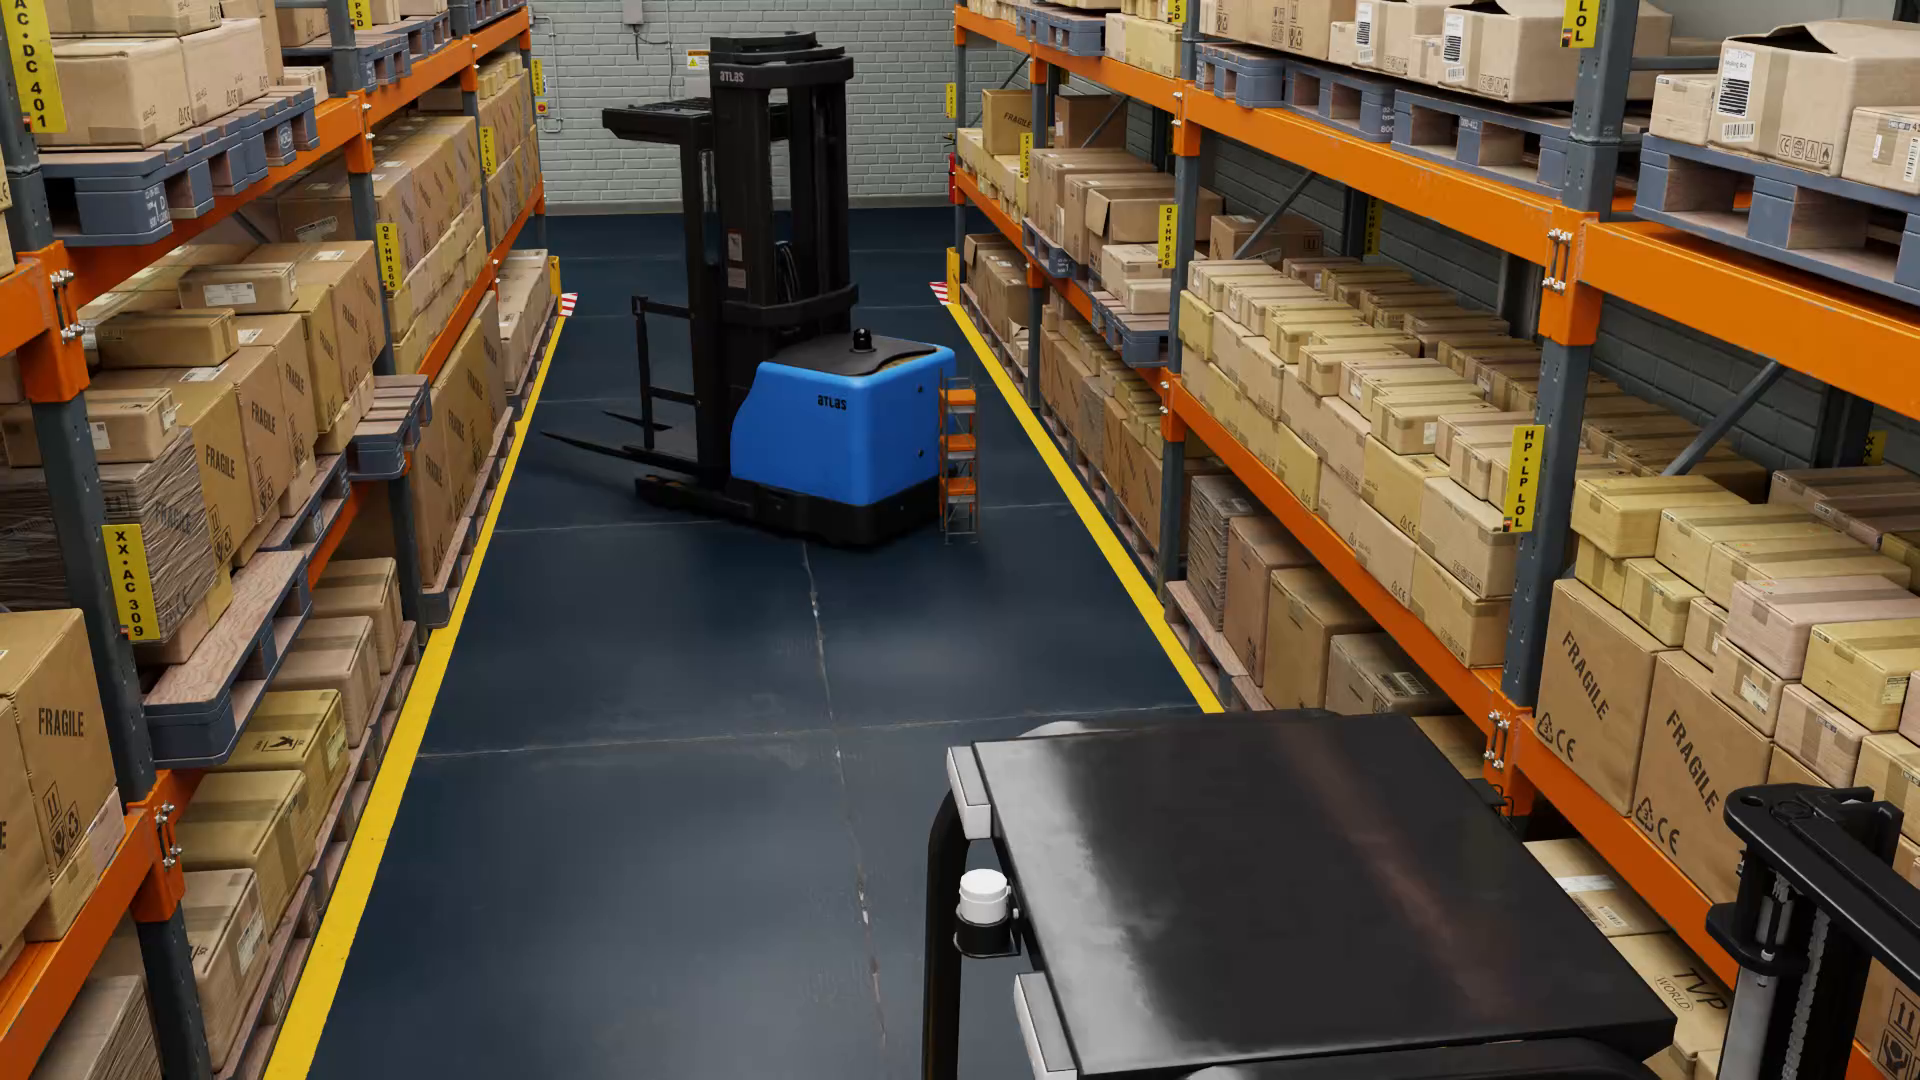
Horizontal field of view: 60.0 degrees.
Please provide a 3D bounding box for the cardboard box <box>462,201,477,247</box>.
[{"bbox_3d":[-3.496,-2.072,10.975,0.500,0.250,0.500,-2,21,-6],"label":"cardboard box"}]

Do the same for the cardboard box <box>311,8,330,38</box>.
[{"bbox_3d":[-3.634,-2.818,8.443,0.700,0.500,0.500,-4,21,-10],"label":"cardboard box"}]

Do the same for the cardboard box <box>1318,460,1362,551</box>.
[{"bbox_3d":[1.734,-0.141,6.520,0.500,0.250,0.500,-3,21,-7],"label":"cardboard box"}]

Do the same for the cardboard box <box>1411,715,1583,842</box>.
[{"bbox_3d":[2.099,1.033,5.957,0.875,0.625,0.625,-2,21,-5],"label":"cardboard box"}]

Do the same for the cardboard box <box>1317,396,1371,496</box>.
[{"bbox_3d":[1.712,-0.379,6.443,0.500,0.250,0.500,-3,21,-7],"label":"cardboard box"}]

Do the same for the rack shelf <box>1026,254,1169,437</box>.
[{"bbox_3d":[1.320,-1.443,10.821,1.077,0.370,4.000,-3,21,-8],"label":"rack shelf"}]

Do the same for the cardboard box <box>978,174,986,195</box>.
[{"bbox_3d":[0.368,-3.163,14.758,0.380,0.149,0.250,-4,21,-9],"label":"cardboard box"}]

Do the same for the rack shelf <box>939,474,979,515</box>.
[{"bbox_3d":[-0.008,-0.240,10.183,0.215,0.259,0.240,-3,21,-8],"label":"rack shelf"}]

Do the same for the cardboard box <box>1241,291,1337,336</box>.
[{"bbox_3d":[1.515,-1.043,7.652,0.380,0.149,0.250,-3,21,-7],"label":"cardboard box"}]

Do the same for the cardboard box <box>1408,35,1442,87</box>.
[{"bbox_3d":[1.726,-1.599,5.539,0.380,0.149,0.250,-3,21,-8],"label":"cardboard box"}]

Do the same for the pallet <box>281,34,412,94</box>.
[{"bbox_3d":[-3.448,-2.373,8.265,1.213,0.211,1.003,-2,21,-5],"label":"pallet"}]

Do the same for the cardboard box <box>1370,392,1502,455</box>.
[{"bbox_3d":[1.709,-0.421,5.985,0.380,0.149,0.250,-4,21,-9],"label":"cardboard box"}]

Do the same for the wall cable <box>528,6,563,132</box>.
[{"bbox_3d":[-5.292,-6.047,20.624,0.585,1.953,0.123,-3,21,-8],"label":"wall cable"}]

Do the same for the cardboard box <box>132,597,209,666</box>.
[{"bbox_3d":[-2.493,0.263,4.984,0.380,0.149,0.250,-3,21,-7],"label":"cardboard box"}]

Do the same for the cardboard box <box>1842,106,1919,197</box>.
[{"bbox_3d":[2.060,-0.797,3.391,0.380,0.149,0.250,-2,21,-6],"label":"cardboard box"}]

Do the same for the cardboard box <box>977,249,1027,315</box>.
[{"bbox_3d":[0.534,-2.369,15.243,0.700,0.500,0.500,-2,21,-6],"label":"cardboard box"}]

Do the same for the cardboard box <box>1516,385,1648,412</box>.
[{"bbox_3d":[2.267,-0.455,6.078,0.380,0.149,0.250,-3,21,-8],"label":"cardboard box"}]

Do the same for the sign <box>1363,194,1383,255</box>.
[{"bbox_3d":[2.157,-1.659,8.716,0.100,0.325,0.005,-3,21,-8],"label":"sign"}]

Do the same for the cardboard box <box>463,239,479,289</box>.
[{"bbox_3d":[-3.493,-1.831,11.047,0.500,0.250,0.500,-3,21,-9],"label":"cardboard box"}]

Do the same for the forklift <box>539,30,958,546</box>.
[{"bbox_3d":[-1.512,-1.720,10.632,3.031,2.935,1.130,14,24,32],"label":"forklift"}]

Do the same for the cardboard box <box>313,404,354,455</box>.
[{"bbox_3d":[-2.750,-0.457,6.911,0.380,0.149,0.250,-3,21,-7],"label":"cardboard box"}]

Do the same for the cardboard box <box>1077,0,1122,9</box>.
[{"bbox_3d":[0.928,-3.349,10.225,0.380,0.149,0.250,-2,21,-7],"label":"cardboard box"}]

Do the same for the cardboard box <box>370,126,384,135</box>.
[{"bbox_3d":[-4.000,-2.394,10.768,0.500,0.500,0.500,-3,21,-8],"label":"cardboard box"}]

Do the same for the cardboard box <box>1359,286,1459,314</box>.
[{"bbox_3d":[2.085,-1.077,7.741,0.380,0.149,0.250,-3,21,-9],"label":"cardboard box"}]

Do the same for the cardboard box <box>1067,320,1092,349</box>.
[{"bbox_3d":[0.985,-1.484,11.948,0.380,0.149,0.250,-4,21,-11],"label":"cardboard box"}]

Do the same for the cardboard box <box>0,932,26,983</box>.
[{"bbox_3d":[-2.375,0.943,3.763,0.380,0.149,0.250,-3,21,-7],"label":"cardboard box"}]

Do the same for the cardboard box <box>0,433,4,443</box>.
[{"bbox_3d":[-3.020,0.018,4.713,0.500,0.500,0.500,-3,21,-9],"label":"cardboard box"}]

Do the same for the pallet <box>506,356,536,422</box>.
[{"bbox_3d":[-3.912,-1.182,13.078,1.003,0.211,1.213,-3,21,-8],"label":"pallet"}]

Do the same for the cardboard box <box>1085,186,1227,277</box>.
[{"bbox_3d":[1.190,-1.888,10.237,0.797,0.503,0.637,-3,21,-9],"label":"cardboard box"}]

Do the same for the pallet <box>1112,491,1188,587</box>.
[{"bbox_3d":[1.538,-0.042,10.026,1.003,0.211,1.213,-3,21,-8],"label":"pallet"}]

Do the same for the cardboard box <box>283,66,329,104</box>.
[{"bbox_3d":[-3.050,-2.025,7.422,0.380,0.149,0.250,-3,21,-8],"label":"cardboard box"}]

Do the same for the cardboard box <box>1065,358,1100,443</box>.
[{"bbox_3d":[1.033,-0.962,11.478,0.500,0.500,0.500,-4,21,-9],"label":"cardboard box"}]

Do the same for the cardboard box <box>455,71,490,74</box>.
[{"bbox_3d":[-3.902,-3.602,13.074,0.380,0.149,0.250,-3,21,-8],"label":"cardboard box"}]

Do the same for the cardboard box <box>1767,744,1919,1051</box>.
[{"bbox_3d":[2.156,0.772,3.719,0.500,0.500,0.500,-3,21,-8],"label":"cardboard box"}]

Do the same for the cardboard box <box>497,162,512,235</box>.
[{"bbox_3d":[-3.756,-2.618,12.795,0.500,0.500,0.500,-3,21,-7],"label":"cardboard box"}]

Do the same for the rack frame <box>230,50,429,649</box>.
[{"bbox_3d":[-3.303,-0.836,8.167,1.000,3.000,0.127,-3,21,-8],"label":"rack frame"}]

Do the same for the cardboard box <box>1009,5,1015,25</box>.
[{"bbox_3d":[0.594,-4.133,13.067,0.380,0.149,0.250,-3,21,-8],"label":"cardboard box"}]

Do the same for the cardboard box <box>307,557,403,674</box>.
[{"bbox_3d":[-3.231,0.395,8.028,0.950,0.372,0.625,-4,21,-11],"label":"cardboard box"}]

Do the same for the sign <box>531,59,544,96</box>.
[{"bbox_3d":[-3.917,-4.282,15.399,0.100,0.325,0.005,-3,21,-8],"label":"sign"}]

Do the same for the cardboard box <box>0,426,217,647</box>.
[{"bbox_3d":[-2.510,-0.011,4.789,0.500,0.500,0.500,-2,21,-6],"label":"cardboard box"}]

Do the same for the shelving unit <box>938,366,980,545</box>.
[{"bbox_3d":[-0.008,-0.510,10.082,0.215,1.050,0.252,-3,21,-8],"label":"shelving unit"}]

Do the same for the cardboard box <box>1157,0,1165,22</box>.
[{"bbox_3d":[1.288,-2.903,9.058,0.380,0.149,0.250,-2,21,-7],"label":"cardboard box"}]

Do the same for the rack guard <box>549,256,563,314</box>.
[{"bbox_3d":[-4.460,-2.443,16.043,1.175,0.500,0.348,-3,21,-8],"label":"rack guard"}]

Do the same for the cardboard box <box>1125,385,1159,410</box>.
[{"bbox_3d":[1.229,-0.855,10.264,0.380,0.149,0.250,-2,21,-6],"label":"cardboard box"}]

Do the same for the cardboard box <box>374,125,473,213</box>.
[{"bbox_3d":[-3.485,-2.415,10.824,0.500,0.500,0.500,-3,21,-7],"label":"cardboard box"}]

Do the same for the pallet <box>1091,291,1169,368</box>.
[{"bbox_3d":[1.441,-1.229,9.493,1.213,0.211,1.003,-3,21,-8],"label":"pallet"}]

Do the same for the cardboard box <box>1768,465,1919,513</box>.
[{"bbox_3d":[2.530,-0.097,4.694,0.380,0.149,0.250,-3,21,-8],"label":"cardboard box"}]

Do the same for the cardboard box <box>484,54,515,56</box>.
[{"bbox_3d":[-4.146,-4.224,14.739,0.380,0.149,0.250,-3,21,-7],"label":"cardboard box"}]

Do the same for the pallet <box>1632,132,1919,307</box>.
[{"bbox_3d":[2.334,-0.772,3.836,1.003,0.211,1.213,-3,21,-8],"label":"pallet"}]

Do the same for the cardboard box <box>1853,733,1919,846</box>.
[{"bbox_3d":[2.127,0.515,3.480,0.380,0.149,0.250,-4,21,-9],"label":"cardboard box"}]

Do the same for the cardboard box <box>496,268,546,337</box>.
[{"bbox_3d":[-4.122,-2.062,14.512,0.875,0.438,0.875,-2,21,-6],"label":"cardboard box"}]

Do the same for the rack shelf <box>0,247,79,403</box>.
[{"bbox_3d":[-2.438,0.173,2.206,1.077,0.370,4.000,-3,21,-8],"label":"rack shelf"}]

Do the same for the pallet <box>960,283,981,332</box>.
[{"bbox_3d":[0.582,-2.249,15.935,1.003,0.211,1.213,-3,21,-8],"label":"pallet"}]

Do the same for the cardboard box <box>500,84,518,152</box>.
[{"bbox_3d":[-3.908,-3.441,13.570,0.500,0.500,0.500,-3,21,-8],"label":"cardboard box"}]

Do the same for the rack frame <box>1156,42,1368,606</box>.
[{"bbox_3d":[1.608,-1.087,8.841,1.000,3.000,0.127,-3,21,-8],"label":"rack frame"}]

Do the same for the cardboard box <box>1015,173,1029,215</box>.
[{"bbox_3d":[0.717,-2.705,12.962,0.500,0.250,0.500,-2,21,-6],"label":"cardboard box"}]

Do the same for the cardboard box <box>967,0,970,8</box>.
[{"bbox_3d":[0.271,-5.023,15.449,0.380,0.149,0.250,-2,21,-7],"label":"cardboard box"}]
